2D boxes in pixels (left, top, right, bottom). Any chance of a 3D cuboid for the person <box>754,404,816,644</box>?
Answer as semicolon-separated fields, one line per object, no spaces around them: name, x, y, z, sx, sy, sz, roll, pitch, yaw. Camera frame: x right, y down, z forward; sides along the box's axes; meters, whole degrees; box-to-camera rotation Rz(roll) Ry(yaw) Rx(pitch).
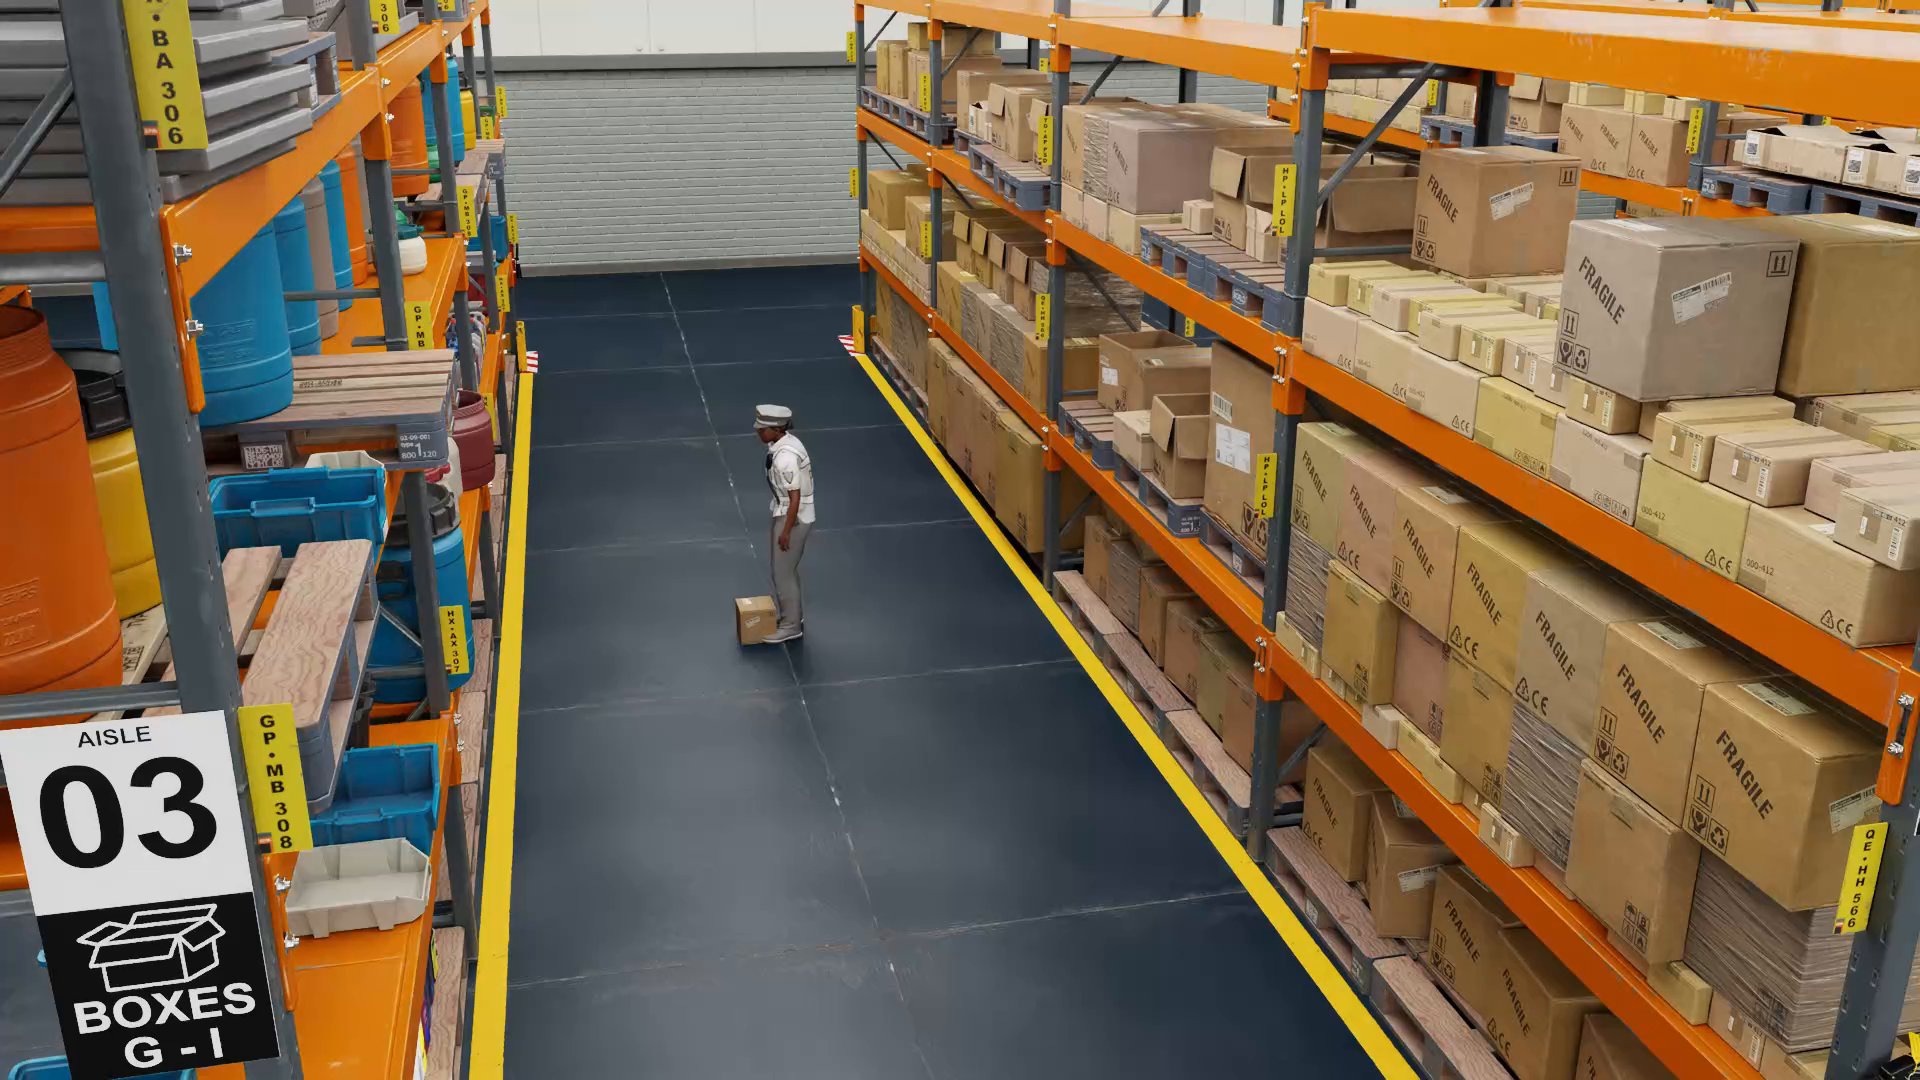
person;-1.207;-0.125;11.421;0.416;1.659;0.505;-4;20;-12
